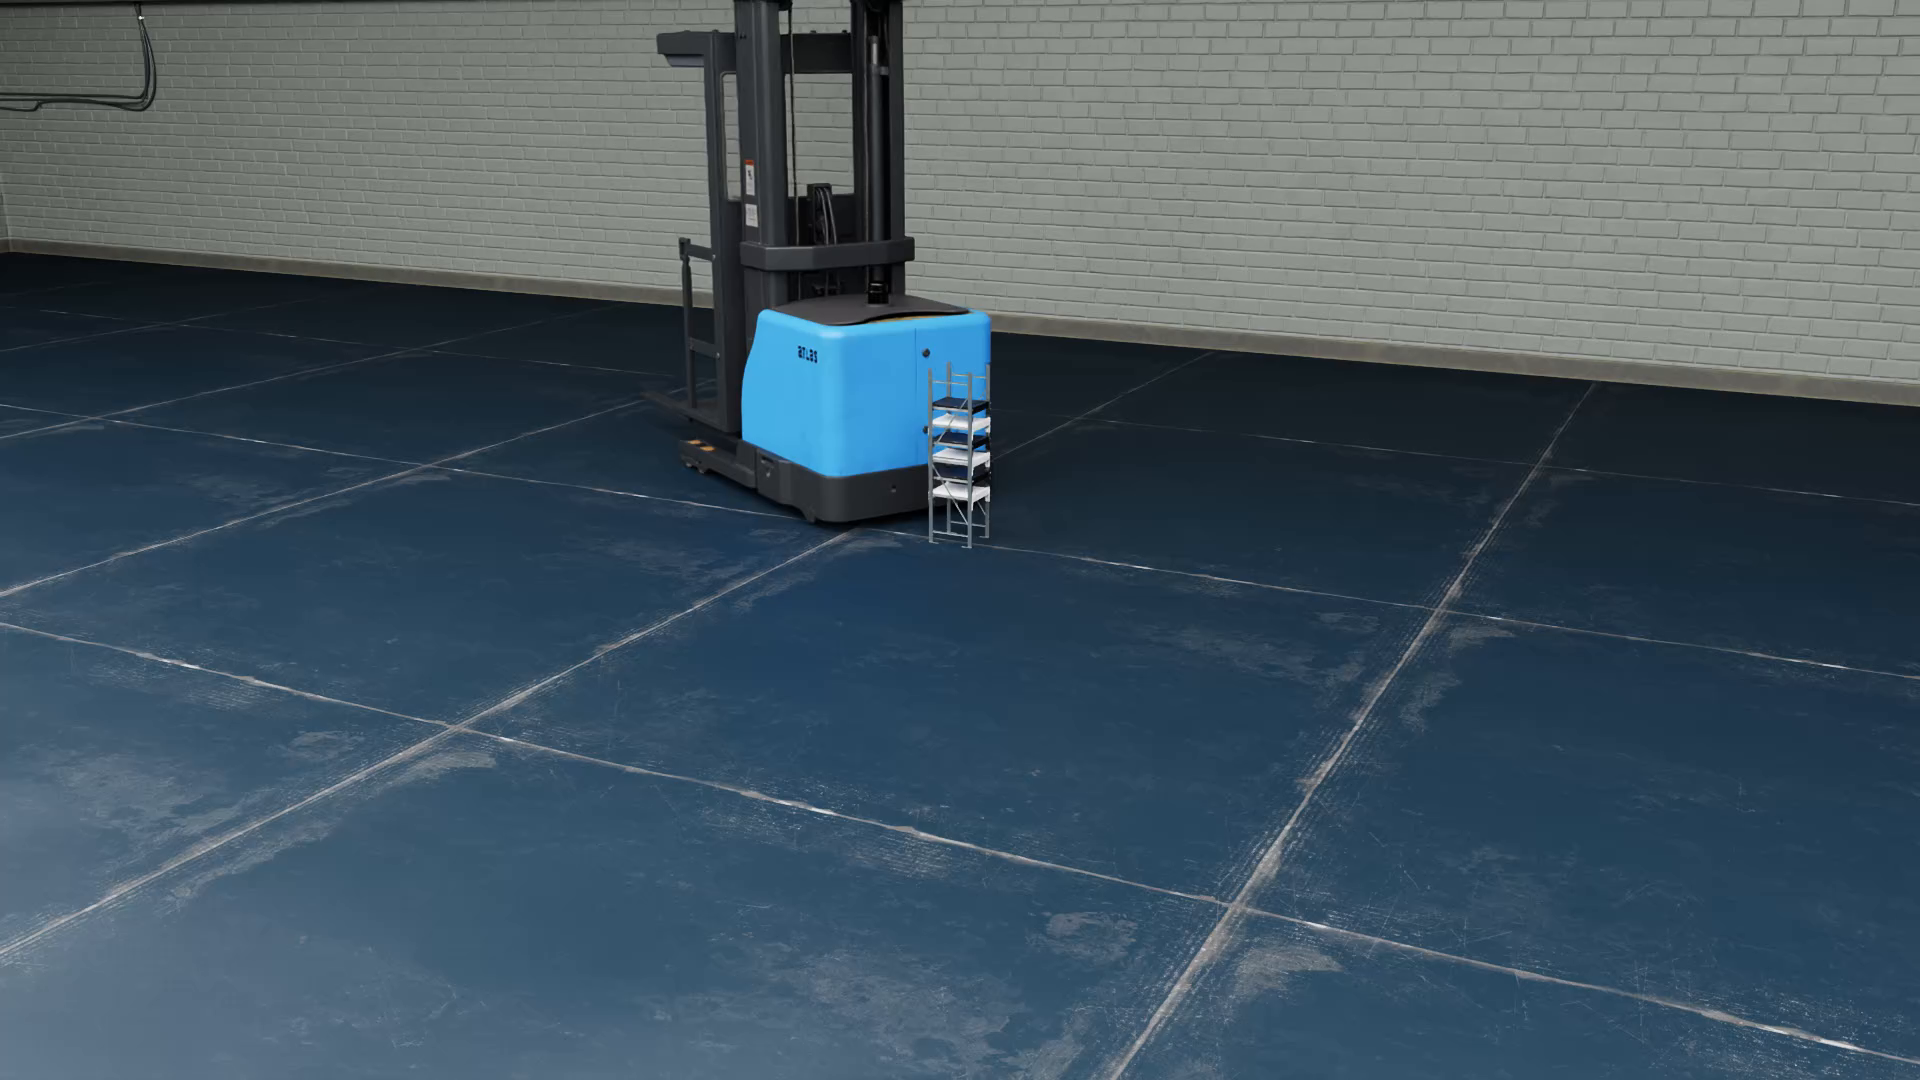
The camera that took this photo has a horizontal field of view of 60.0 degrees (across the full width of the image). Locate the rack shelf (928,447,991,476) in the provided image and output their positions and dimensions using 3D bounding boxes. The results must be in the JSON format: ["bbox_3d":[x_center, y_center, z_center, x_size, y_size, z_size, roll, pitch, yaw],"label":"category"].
[{"bbox_3d":[-0.004,-0.397,8.399,0.258,0.077,0.200,8,18,25],"label":"rack shelf"}]

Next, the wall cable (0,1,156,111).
[{"bbox_3d":[-10.401,-6.188,19.007,3.097,2.526,0.112,8,18,25],"label":"wall cable"}]

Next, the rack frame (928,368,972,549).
[{"bbox_3d":[-0.049,-0.403,8.302,0.240,0.900,0.006,8,18,25],"label":"rack frame"}]

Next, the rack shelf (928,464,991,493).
[{"bbox_3d":[-0.004,-0.311,8.424,0.258,0.077,0.200,8,18,25],"label":"rack shelf"}]

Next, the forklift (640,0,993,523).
[{"bbox_3d":[-1.033,-1.858,9.633,1.130,2.935,3.031,-10,19,-31],"label":"forklift"}]

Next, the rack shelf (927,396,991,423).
[{"bbox_3d":[-0.004,-0.656,8.322,0.258,0.077,0.200,8,18,25],"label":"rack shelf"}]

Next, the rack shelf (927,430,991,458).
[{"bbox_3d":[-0.004,-0.484,8.373,0.258,0.077,0.200,8,18,25],"label":"rack shelf"}]

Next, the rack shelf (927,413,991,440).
[{"bbox_3d":[-0.004,-0.570,8.348,0.258,0.077,0.200,8,18,25],"label":"rack shelf"}]

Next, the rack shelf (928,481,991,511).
[{"bbox_3d":[-0.004,-0.225,8.450,0.258,0.077,0.200,8,18,25],"label":"rack shelf"}]

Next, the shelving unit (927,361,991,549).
[{"bbox_3d":[-0.004,-0.429,8.389,0.258,0.900,0.210,8,18,25],"label":"shelving unit"}]

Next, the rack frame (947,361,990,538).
[{"bbox_3d":[0.042,-0.455,8.476,0.240,0.900,0.006,8,18,25],"label":"rack frame"}]
